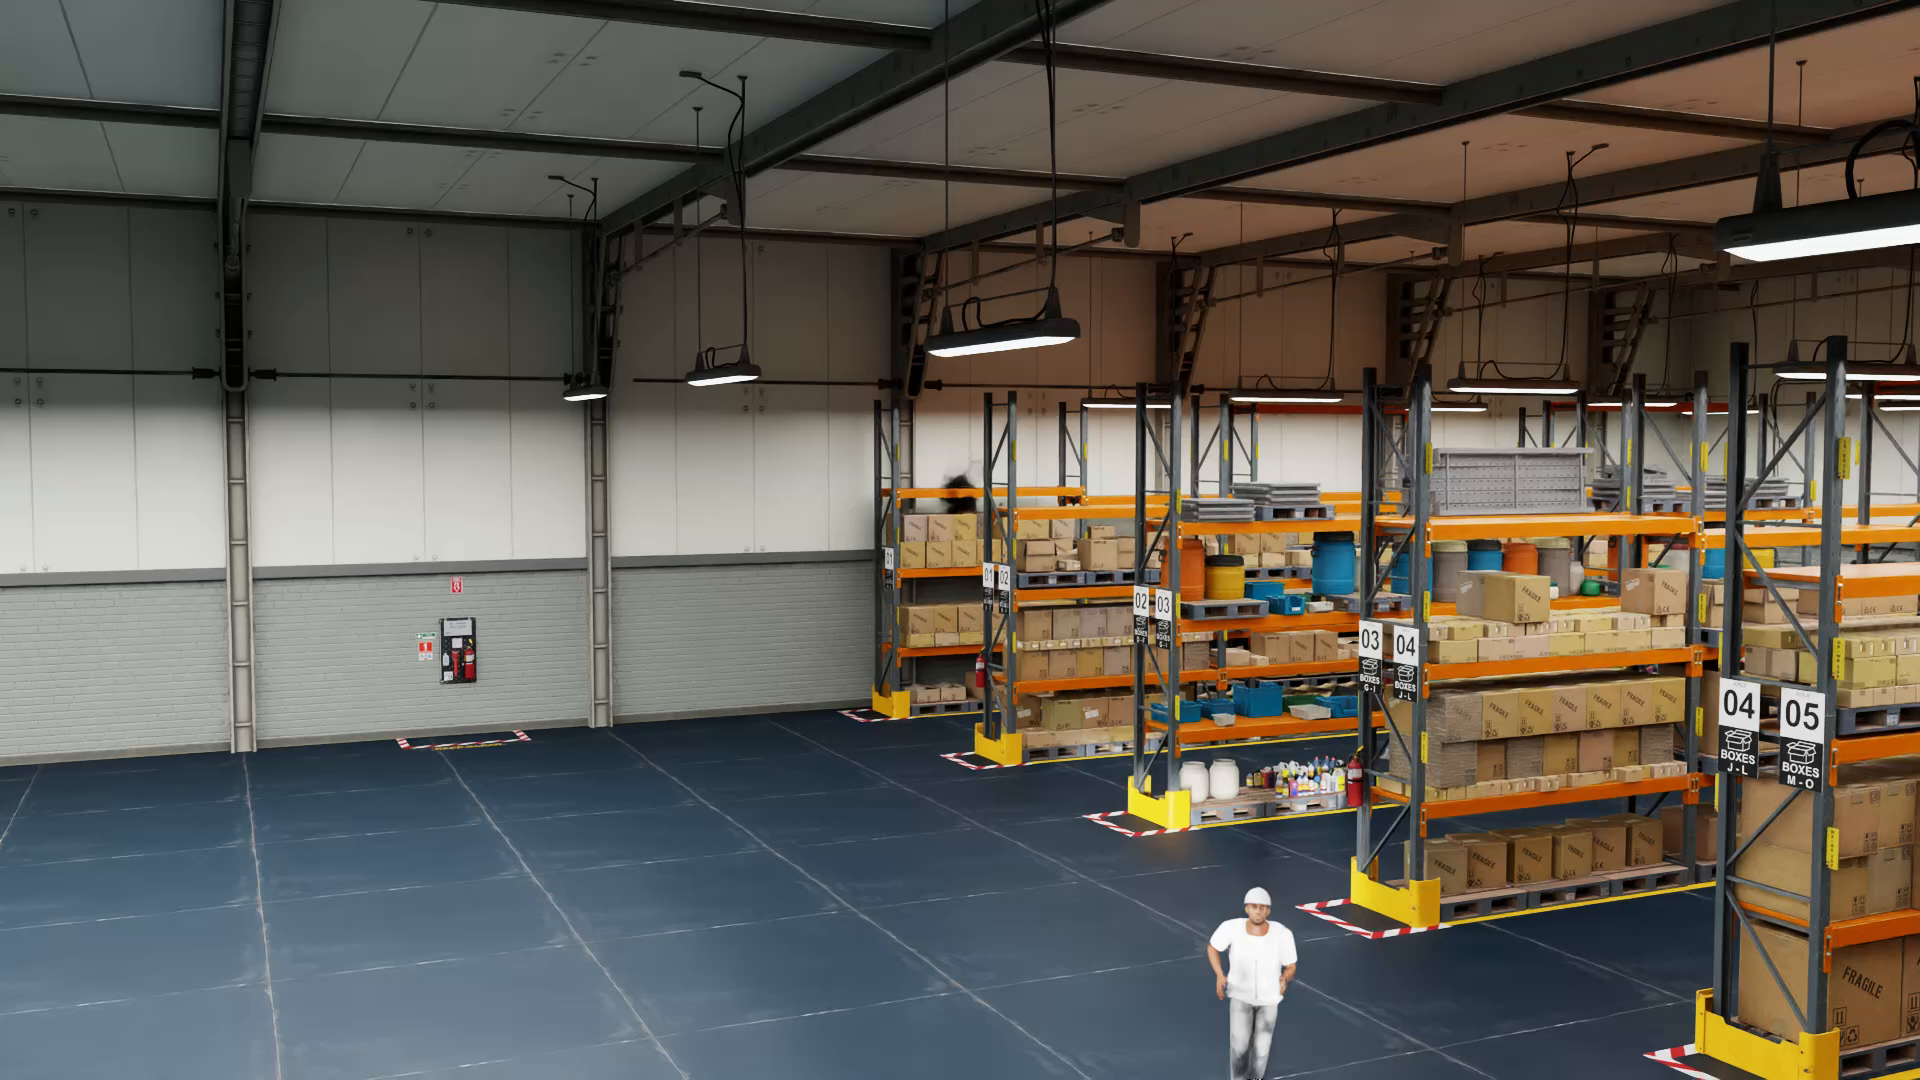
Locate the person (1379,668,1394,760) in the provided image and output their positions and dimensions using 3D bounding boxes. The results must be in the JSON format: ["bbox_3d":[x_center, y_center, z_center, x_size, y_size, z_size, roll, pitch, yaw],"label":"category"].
[{"bbox_3d":[7.208,2.680,27.353,0.922,1.786,0.677,-2,4,-32],"label":"person"}]

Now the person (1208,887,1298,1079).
[{"bbox_3d":[2.262,3.544,12.798,0.675,1.743,0.660,0,3,4],"label":"person"}]
